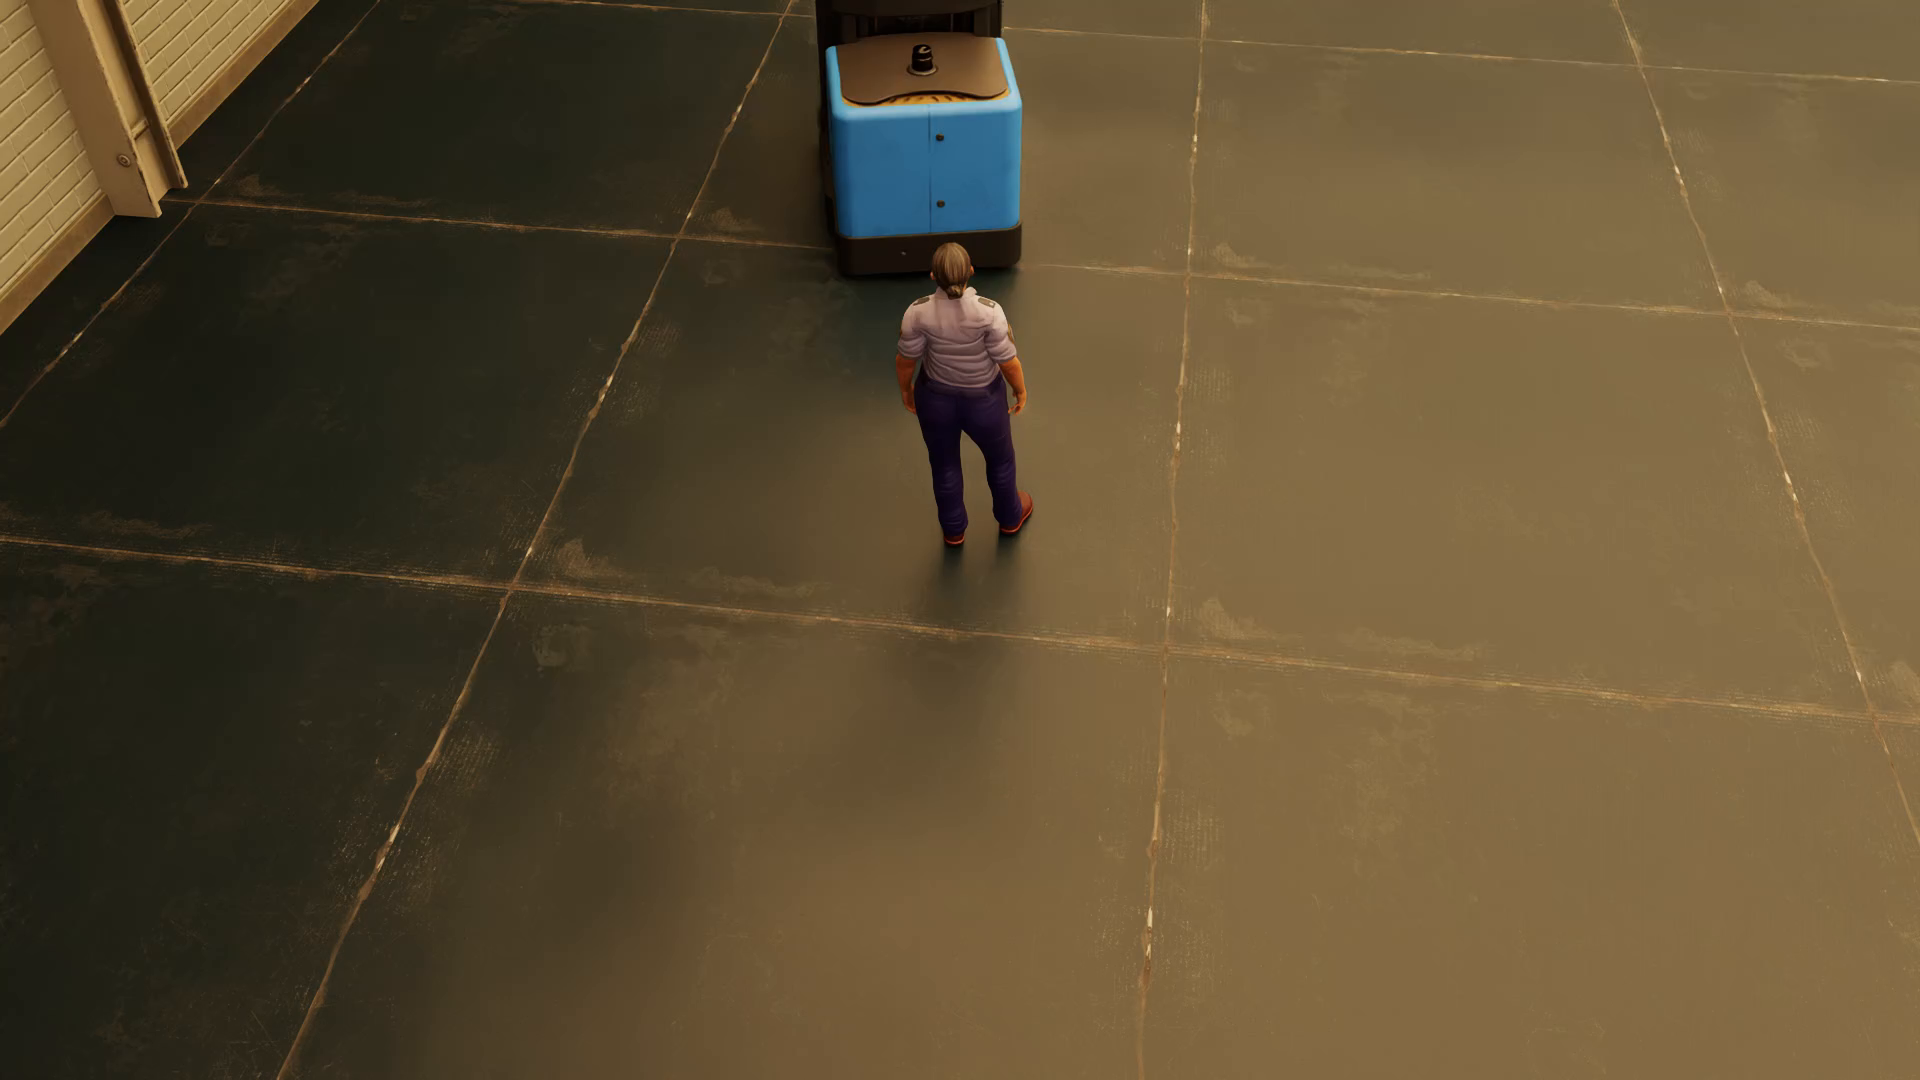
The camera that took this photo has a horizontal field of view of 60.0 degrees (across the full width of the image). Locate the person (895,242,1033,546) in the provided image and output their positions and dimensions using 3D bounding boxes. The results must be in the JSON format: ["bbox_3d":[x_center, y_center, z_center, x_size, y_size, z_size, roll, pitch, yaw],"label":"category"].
[{"bbox_3d":[0.035,-0.667,7.394,0.598,1.640,0.503,5,43,6],"label":"person"}]

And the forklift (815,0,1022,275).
[{"bbox_3d":[-0.327,-3.576,9.617,1.130,2.935,3.031,-4,43,-5],"label":"forklift"}]
